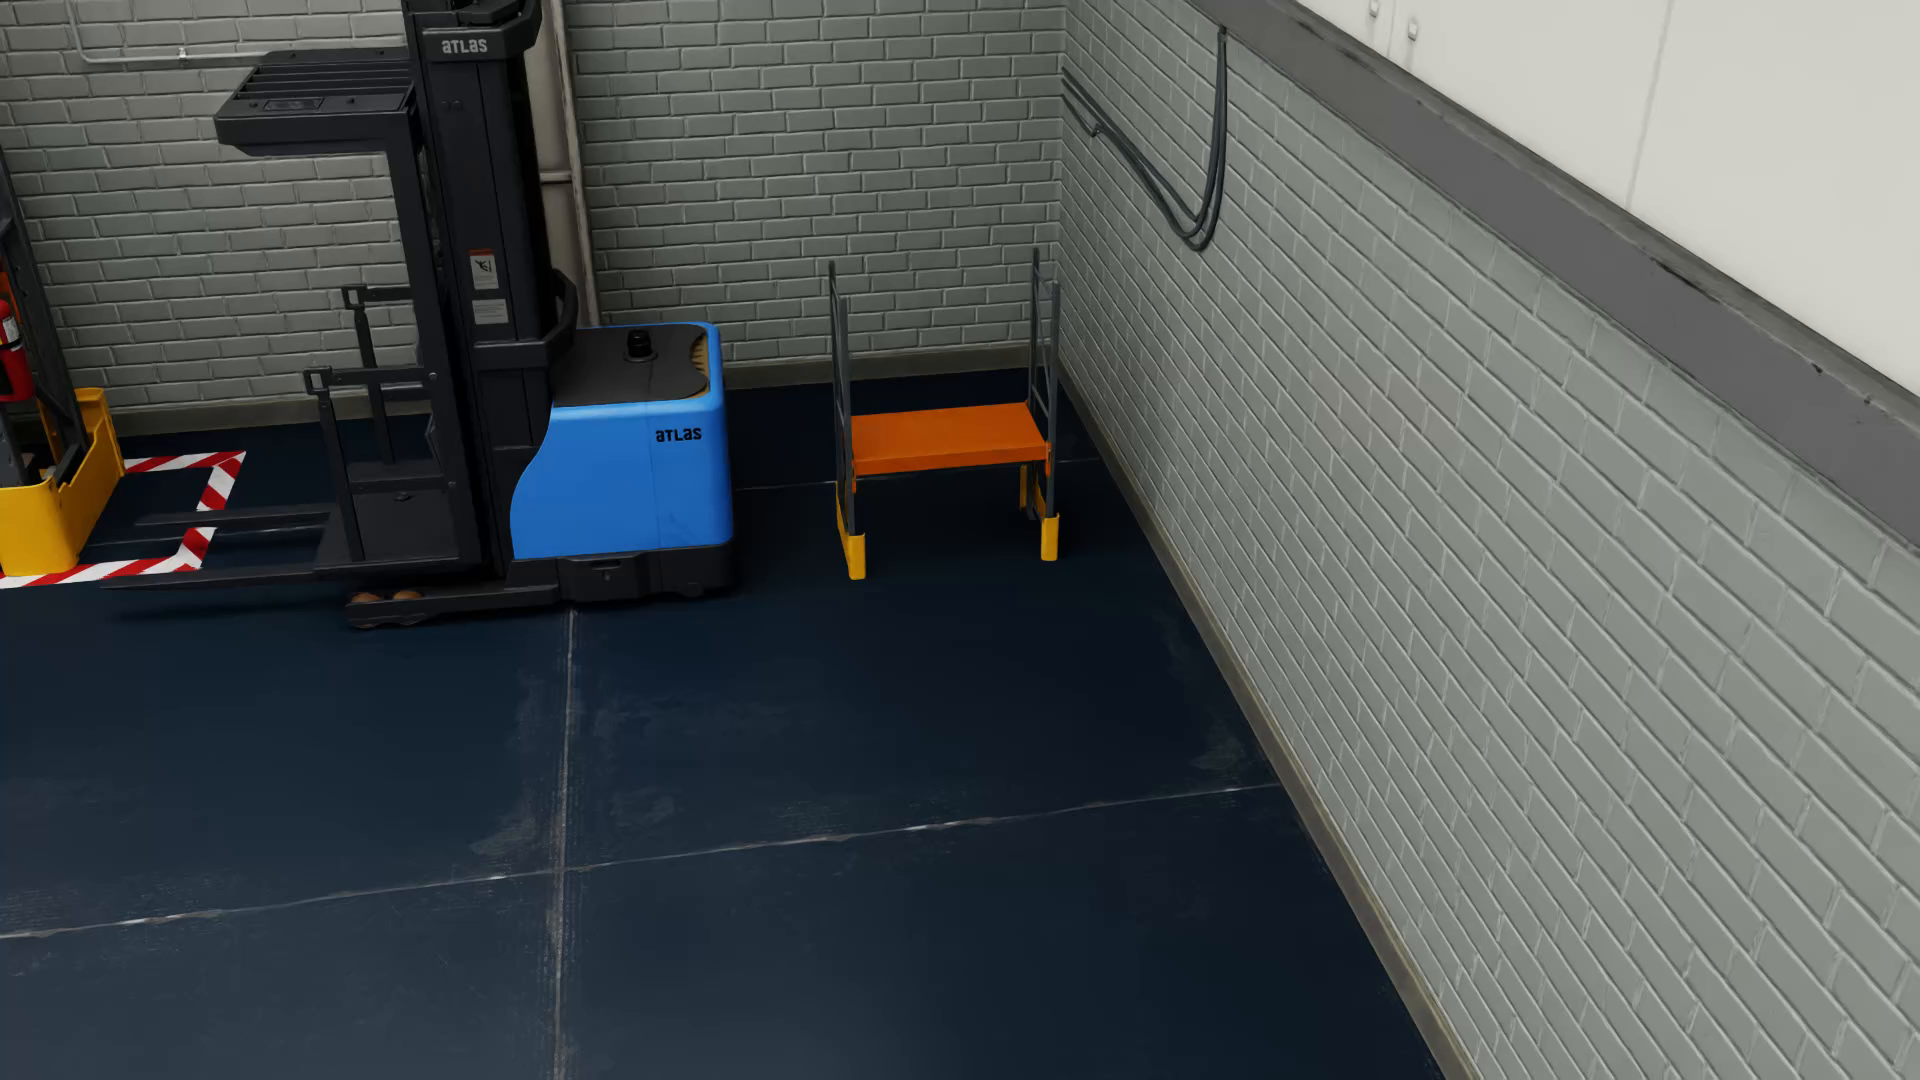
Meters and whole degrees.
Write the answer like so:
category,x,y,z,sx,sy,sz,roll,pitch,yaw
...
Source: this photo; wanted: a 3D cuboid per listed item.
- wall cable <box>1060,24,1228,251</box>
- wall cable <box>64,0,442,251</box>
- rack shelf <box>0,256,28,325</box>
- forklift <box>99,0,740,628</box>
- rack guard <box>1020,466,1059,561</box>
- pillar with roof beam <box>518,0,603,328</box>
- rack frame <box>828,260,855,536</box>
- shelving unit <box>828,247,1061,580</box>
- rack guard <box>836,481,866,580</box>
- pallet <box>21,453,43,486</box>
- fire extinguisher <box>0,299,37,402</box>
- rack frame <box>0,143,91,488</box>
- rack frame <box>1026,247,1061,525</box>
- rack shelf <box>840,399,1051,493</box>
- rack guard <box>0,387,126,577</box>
category,x,y,z,sx,sy,sz,roll,pitch,yaw
wall cable,0.810,-2.990,8.020,0.112,2.526,3.097,-5,31,-9
wall cable,-3.729,-2.430,8.922,1.851,1.984,0.084,-5,31,-9
rack shelf,-6.785,-0.911,8.050,4.000,0.370,1.077,-5,31,-9
forklift,-2.659,-1.124,7.770,3.031,2.935,1.130,-4,31,-7
rack guard,0.415,-0.146,8.752,0.087,0.250,0.587,-5,31,-9
pillar with roof beam,-1.543,-2.521,4.160,0.400,9.000,9.100,-5,31,-9
rack frame,-0.584,-0.592,8.278,0.032,1.500,0.500,-5,31,-9
shelving unit,-0.075,-0.640,8.358,1.083,1.500,0.587,-5,31,-9
rack guard,-0.565,-0.055,8.597,0.087,0.250,0.587,-5,31,-9
pallet,-5.591,-0.090,8.695,1.213,0.211,1.003,-5,31,-9
fire extinguisher,-4.587,-0.993,7.924,0.183,0.674,0.296,-5,31,-9
rack frame,-4.818,-1.404,8.178,0.127,3.000,1.000,-5,31,-9
rack frame,0.416,-0.685,8.436,0.032,1.500,0.500,-5,31,-9
rack shelf,-0.084,-0.484,8.448,1.000,0.185,0.538,-5,31,-9
rack guard,-4.795,-0.329,8.816,0.348,0.500,1.175,-5,31,-9
